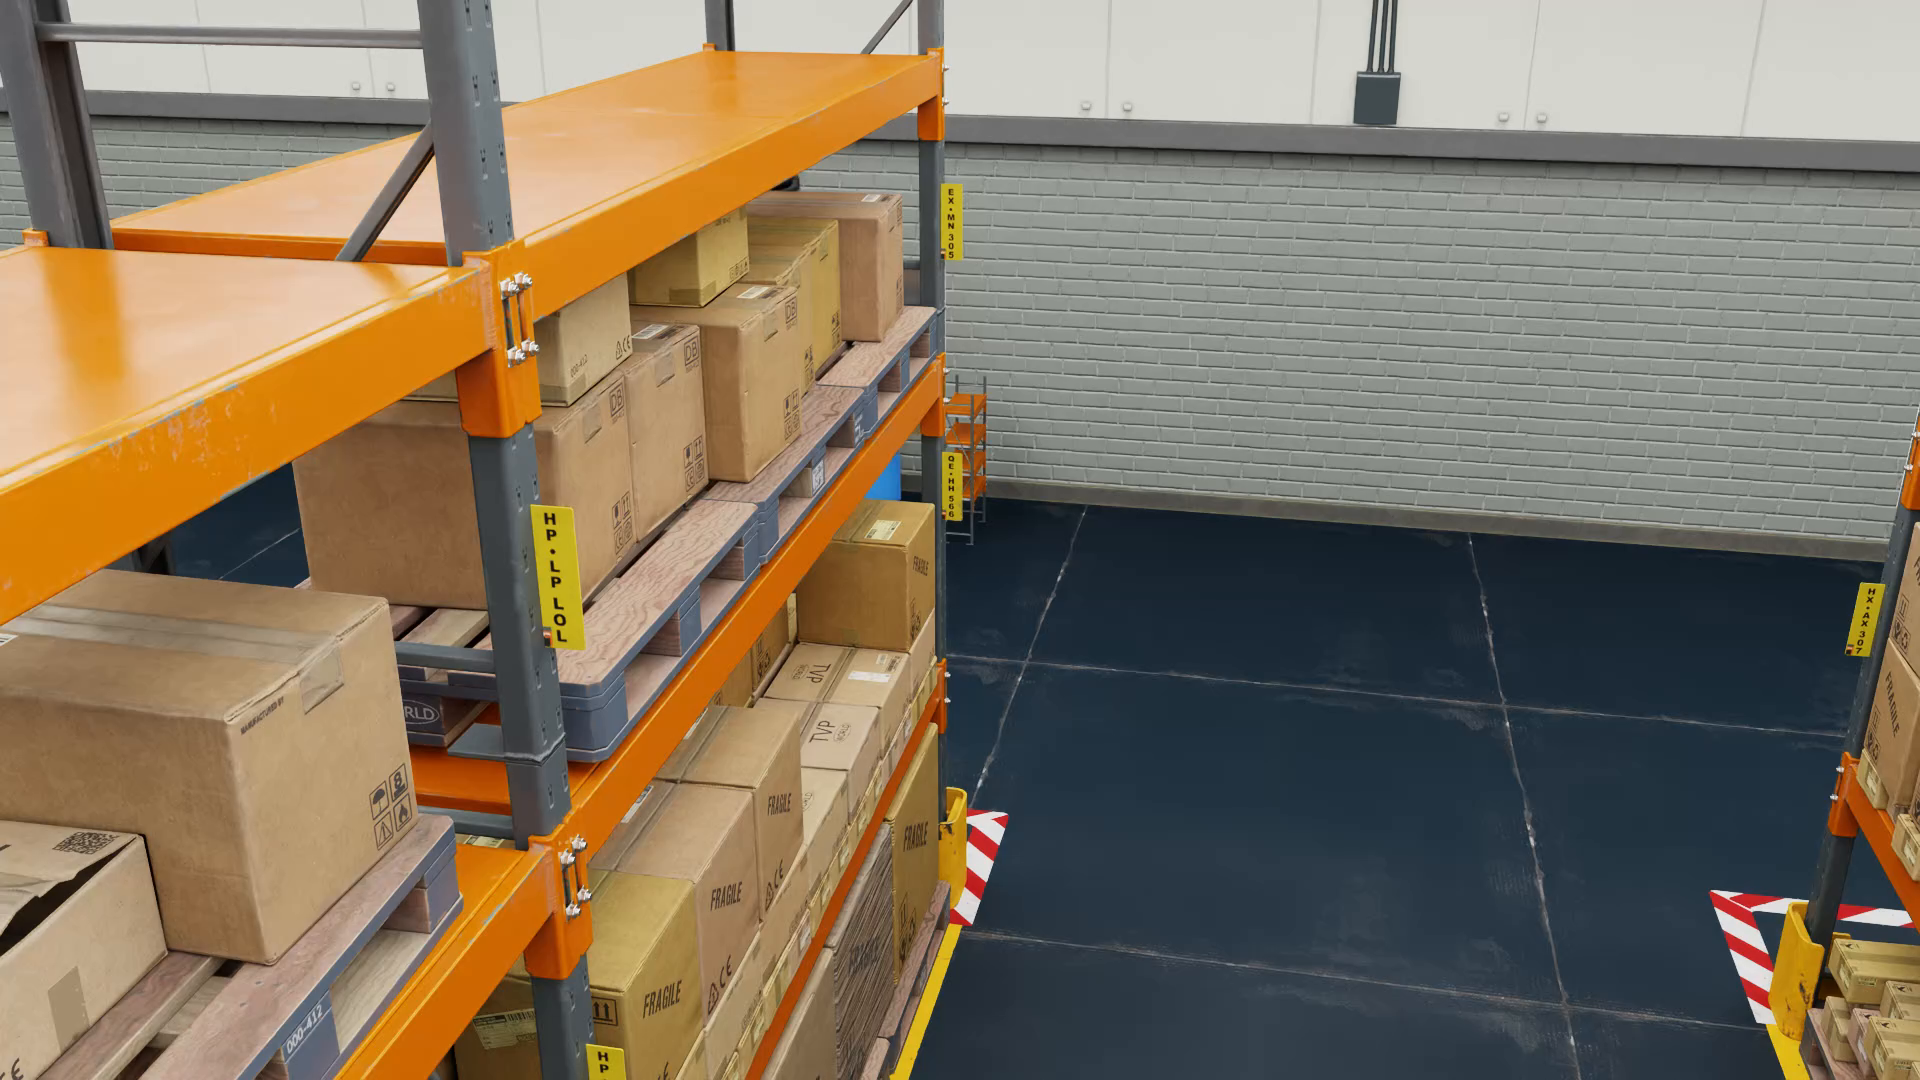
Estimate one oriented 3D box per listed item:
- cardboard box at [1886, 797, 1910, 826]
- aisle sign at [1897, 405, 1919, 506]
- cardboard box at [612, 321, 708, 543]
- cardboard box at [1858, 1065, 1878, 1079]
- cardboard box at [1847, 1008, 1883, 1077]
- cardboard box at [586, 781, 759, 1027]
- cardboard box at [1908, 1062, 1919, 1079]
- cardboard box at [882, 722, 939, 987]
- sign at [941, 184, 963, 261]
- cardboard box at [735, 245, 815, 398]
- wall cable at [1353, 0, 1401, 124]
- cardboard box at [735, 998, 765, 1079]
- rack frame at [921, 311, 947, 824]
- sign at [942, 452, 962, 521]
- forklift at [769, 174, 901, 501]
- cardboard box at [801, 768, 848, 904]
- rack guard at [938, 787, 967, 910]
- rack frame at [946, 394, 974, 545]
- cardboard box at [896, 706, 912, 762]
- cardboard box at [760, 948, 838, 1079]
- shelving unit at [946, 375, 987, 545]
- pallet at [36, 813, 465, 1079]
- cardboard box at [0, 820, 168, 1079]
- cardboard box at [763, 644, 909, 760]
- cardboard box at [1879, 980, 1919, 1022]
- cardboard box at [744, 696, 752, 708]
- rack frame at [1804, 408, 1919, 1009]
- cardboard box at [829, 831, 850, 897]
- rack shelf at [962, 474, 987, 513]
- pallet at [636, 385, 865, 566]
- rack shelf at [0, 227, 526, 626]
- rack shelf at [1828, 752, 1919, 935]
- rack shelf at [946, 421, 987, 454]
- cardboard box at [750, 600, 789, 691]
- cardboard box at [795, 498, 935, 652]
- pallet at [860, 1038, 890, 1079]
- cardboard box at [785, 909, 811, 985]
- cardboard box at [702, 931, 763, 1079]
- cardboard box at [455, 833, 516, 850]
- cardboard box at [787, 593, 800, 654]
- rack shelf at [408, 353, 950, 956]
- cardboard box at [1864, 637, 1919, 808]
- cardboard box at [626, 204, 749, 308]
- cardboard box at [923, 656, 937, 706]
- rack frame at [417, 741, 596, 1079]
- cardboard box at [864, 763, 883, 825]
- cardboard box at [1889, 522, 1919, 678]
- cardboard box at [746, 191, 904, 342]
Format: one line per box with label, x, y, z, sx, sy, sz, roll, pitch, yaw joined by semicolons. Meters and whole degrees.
cardboard box;3.870;1.079;6.495;0.380;0.149;0.250;5;23;13
aisle sign;3.989;-0.482;6.556;0.394;0.787;0.004;4;22;11
cardboard box;-1.168;-0.345;4.850;0.700;0.500;0.500;6;23;14
cardboard box;3.875;2.170;6.705;0.380;0.149;0.250;4;22;11
cardboard box;3.799;2.031;6.652;0.380;0.149;0.250;4;22;11
cardboard box;-0.927;1.069;4.982;0.500;0.500;0.500;4;22;11
cardboard box;3.744;2.080;6.132;0.380;0.149;0.250;3;22;8
cardboard box;-0.619;1.389;7.672;0.875;0.875;0.875;4;22;11
sign;-0.039;-1.361;7.123;0.100;0.325;0.005;4;22;11
cardboard box;-0.911;-0.737;5.824;0.700;0.500;0.500;3;22;7
wall cable;3.961;-5.722;10.710;2.277;5.999;0.120;4;22;11
cardboard box;-0.838;1.566;5.287;0.380;0.149;0.250;4;22;9
rack frame;-0.567;0.358;7.949;1.000;3.000;0.127;4;22;11
sign;-0.039;-0.242;7.574;0.100;0.325;0.005;4;22;11
forklift;-1.957;-1.273;12.090;3.031;2.935;1.130;-1;22;-4
cardboard box;-0.716;1.050;6.035;0.500;0.250;0.500;4;22;11
rack guard;-0.562;1.509;8.438;1.175;0.500;0.348;4;22;11
rack frame;-0.016;-0.528;12.558;0.240;1.200;0.015;4;22;11
cardboard box;-0.421;0.817;7.145;0.380;0.149;0.250;5;22;11
cardboard box;-0.987;2.047;6.037;0.875;0.875;0.875;4;22;11
shelving unit;0.034;-0.617;12.780;0.258;1.200;0.503;4;22;11
pallet;-1.522;0.857;2.951;0.805;0.209;1.217;4;22;9
cardboard box;-1.695;0.670;2.716;0.500;0.311;0.500;4;22;9
cardboard box;-0.510;0.673;6.971;0.500;0.250;0.500;4;22;10
cardboard box;3.890;1.900;6.577;0.380;0.149;0.250;5;22;12
cardboard box;-1.135;0.819;6.608;0.500;0.250;0.500;4;22;9
rack frame;4.268;0.773;6.919;1.000;3.000;0.127;4;22;11
cardboard box;-0.629;1.189;6.223;0.380;0.149;0.250;5;22;12
rack shelf;0.034;-0.371;12.879;0.258;0.148;0.480;4;22;11
pallet;-0.955;-0.273;5.619;1.003;0.211;1.213;4;22;11
rack shelf;-1.791;0.289;1.589;1.077;0.370;4.000;4;22;11
rack shelf;3.860;1.838;5.237;1.077;0.370;4.000;4;22;11
rack shelf;0.034;-0.762;12.721;0.258;0.148;0.480;4;22;11
cardboard box;-1.031;0.280;6.943;0.500;0.500;0.500;4;22;10
cardboard box;-0.409;0.140;7.290;0.500;0.500;0.500;5;22;12
pallet;-0.905;2.395;6.625;1.003;0.211;1.213;4;22;11
cardboard box;-0.733;1.381;5.747;0.380;0.149;0.250;5;22;12
cardboard box;-0.924;1.419;5.117;0.500;0.250;0.500;4;22;11
cardboard box;-1.445;1.033;5.072;0.500;0.500;0.500;5;22;11
cardboard box;-0.929;0.445;7.537;0.500;0.250;0.500;4;22;9
rack shelf;-0.975;0.032;5.707;1.077;0.370;4.000;4;22;11
cardboard box;3.906;0.732;6.489;0.500;0.500;0.500;6;23;13
cardboard box;-0.989;-0.931;5.301;0.500;0.250;0.500;4;22;9
cardboard box;-0.317;0.630;7.611;0.380;0.149;0.250;5;22;12
rack frame;-1.383;1.821;4.317;1.000;3.000;0.127;4;22;11
cardboard box;-0.524;1.004;6.683;0.380;0.149;0.250;4;22;10
cardboard box;3.917;0.269;6.300;0.500;0.500;0.500;4;22;11
cardboard box;-0.621;-1.127;6.791;0.700;0.500;0.500;3;22;8
